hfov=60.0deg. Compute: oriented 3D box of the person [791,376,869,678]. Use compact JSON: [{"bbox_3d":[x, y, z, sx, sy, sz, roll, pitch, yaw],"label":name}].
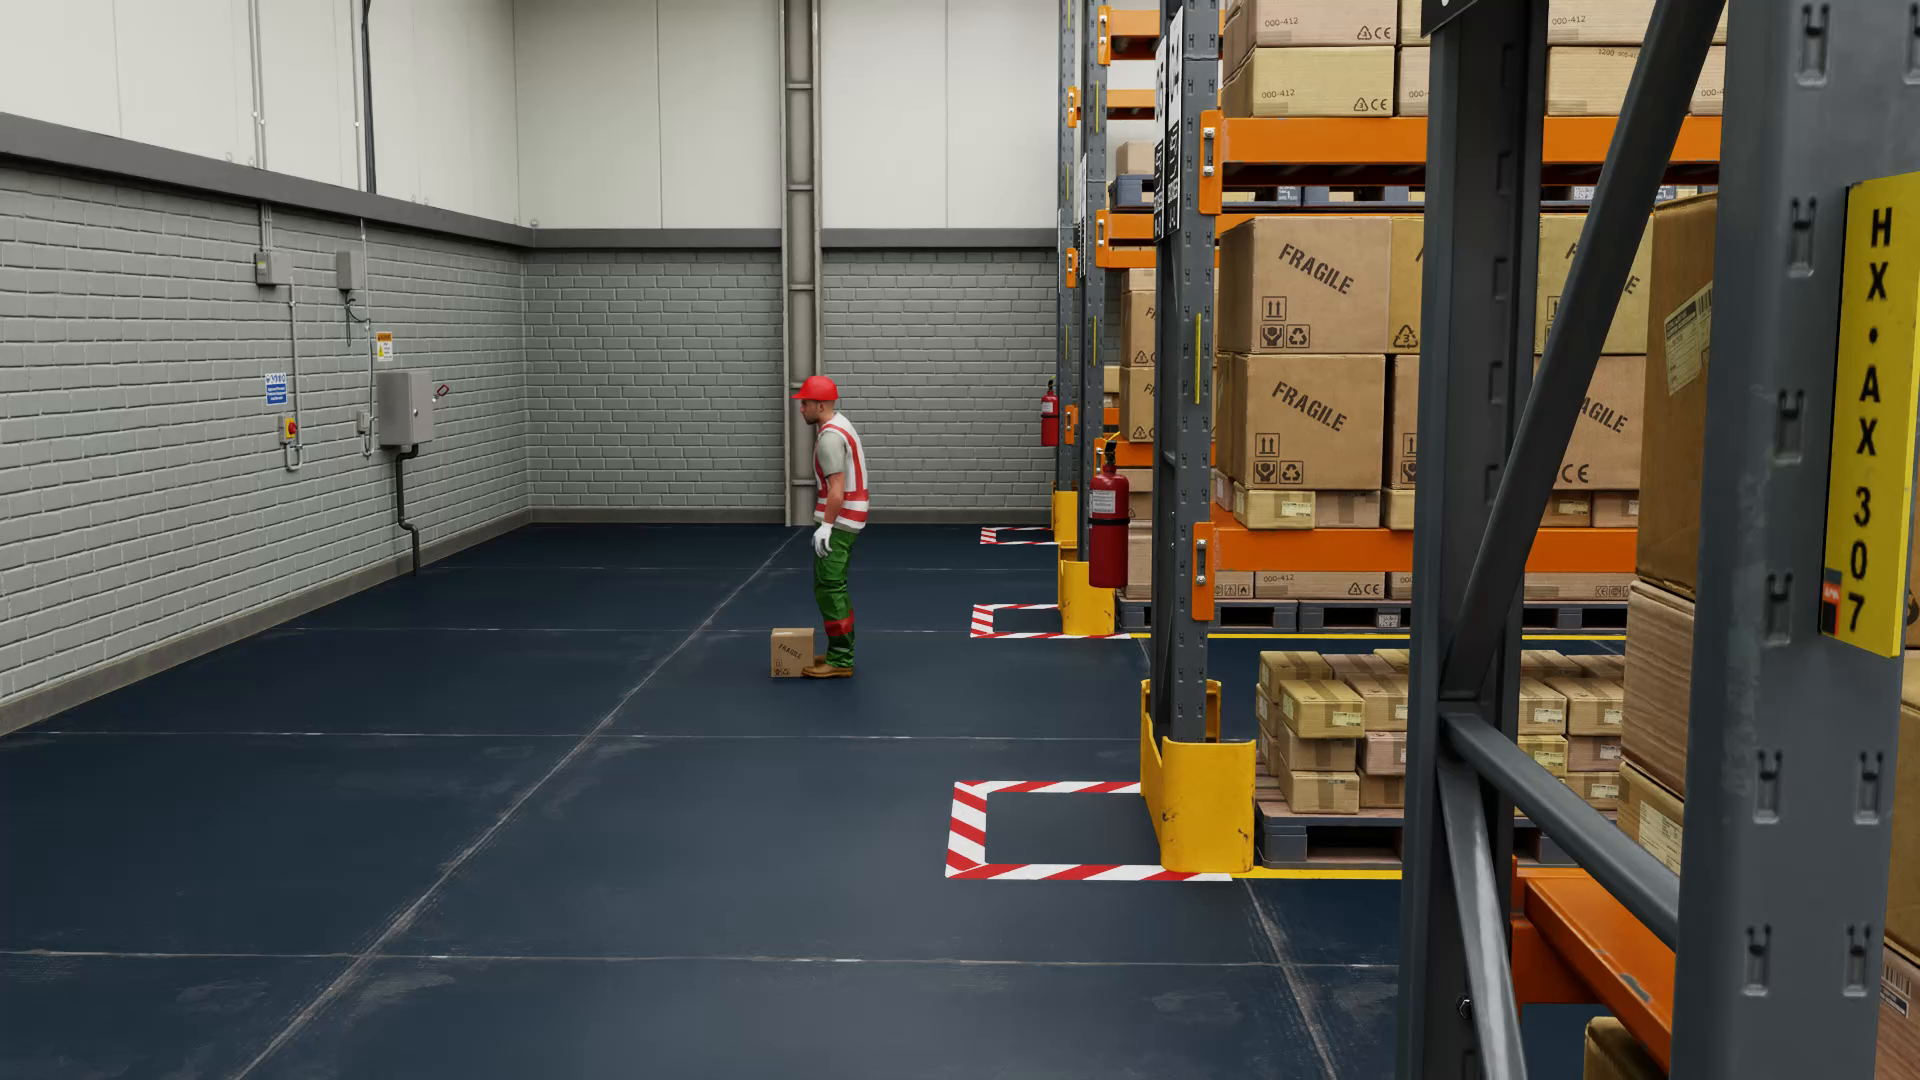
[{"bbox_3d":[-0.767,-0.083,9.875,0.451,1.778,0.603,0,7,0],"label":"person"}]
